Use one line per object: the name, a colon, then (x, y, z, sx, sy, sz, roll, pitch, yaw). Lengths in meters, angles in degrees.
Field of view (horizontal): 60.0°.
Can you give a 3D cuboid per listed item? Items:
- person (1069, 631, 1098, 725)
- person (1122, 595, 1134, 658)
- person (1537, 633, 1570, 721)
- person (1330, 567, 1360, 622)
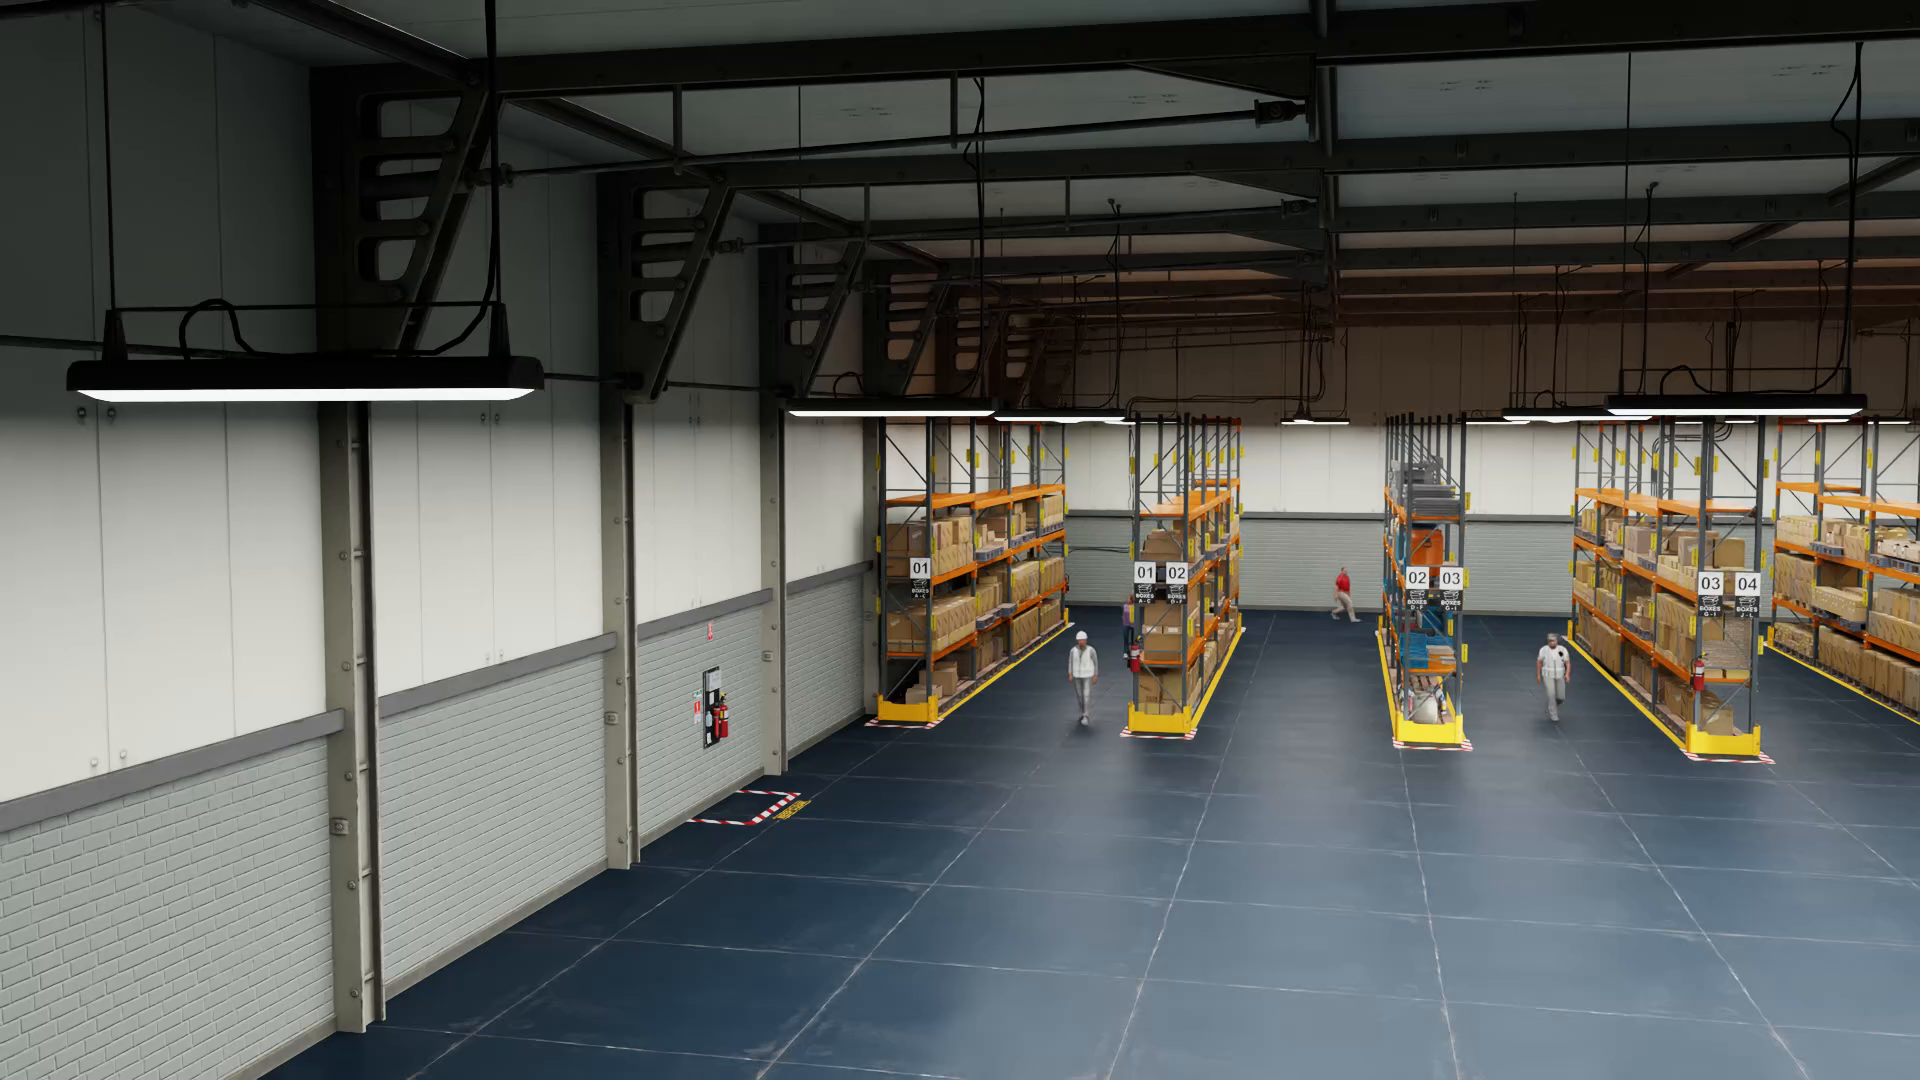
person: (2.366, 2.646, 32.320, 0.553, 1.744, 0.879, 2, 4, 25)
person: (4.237, 2.129, 41.389, 0.415, 1.538, 0.972, 1, 4, 12)
person: (11.701, 2.668, 32.769, 0.581, 1.679, 0.886, 1, 4, 9)
person: (11.383, 1.594, 49.109, 1.070, 1.607, 0.523, 4, 5, 42)
